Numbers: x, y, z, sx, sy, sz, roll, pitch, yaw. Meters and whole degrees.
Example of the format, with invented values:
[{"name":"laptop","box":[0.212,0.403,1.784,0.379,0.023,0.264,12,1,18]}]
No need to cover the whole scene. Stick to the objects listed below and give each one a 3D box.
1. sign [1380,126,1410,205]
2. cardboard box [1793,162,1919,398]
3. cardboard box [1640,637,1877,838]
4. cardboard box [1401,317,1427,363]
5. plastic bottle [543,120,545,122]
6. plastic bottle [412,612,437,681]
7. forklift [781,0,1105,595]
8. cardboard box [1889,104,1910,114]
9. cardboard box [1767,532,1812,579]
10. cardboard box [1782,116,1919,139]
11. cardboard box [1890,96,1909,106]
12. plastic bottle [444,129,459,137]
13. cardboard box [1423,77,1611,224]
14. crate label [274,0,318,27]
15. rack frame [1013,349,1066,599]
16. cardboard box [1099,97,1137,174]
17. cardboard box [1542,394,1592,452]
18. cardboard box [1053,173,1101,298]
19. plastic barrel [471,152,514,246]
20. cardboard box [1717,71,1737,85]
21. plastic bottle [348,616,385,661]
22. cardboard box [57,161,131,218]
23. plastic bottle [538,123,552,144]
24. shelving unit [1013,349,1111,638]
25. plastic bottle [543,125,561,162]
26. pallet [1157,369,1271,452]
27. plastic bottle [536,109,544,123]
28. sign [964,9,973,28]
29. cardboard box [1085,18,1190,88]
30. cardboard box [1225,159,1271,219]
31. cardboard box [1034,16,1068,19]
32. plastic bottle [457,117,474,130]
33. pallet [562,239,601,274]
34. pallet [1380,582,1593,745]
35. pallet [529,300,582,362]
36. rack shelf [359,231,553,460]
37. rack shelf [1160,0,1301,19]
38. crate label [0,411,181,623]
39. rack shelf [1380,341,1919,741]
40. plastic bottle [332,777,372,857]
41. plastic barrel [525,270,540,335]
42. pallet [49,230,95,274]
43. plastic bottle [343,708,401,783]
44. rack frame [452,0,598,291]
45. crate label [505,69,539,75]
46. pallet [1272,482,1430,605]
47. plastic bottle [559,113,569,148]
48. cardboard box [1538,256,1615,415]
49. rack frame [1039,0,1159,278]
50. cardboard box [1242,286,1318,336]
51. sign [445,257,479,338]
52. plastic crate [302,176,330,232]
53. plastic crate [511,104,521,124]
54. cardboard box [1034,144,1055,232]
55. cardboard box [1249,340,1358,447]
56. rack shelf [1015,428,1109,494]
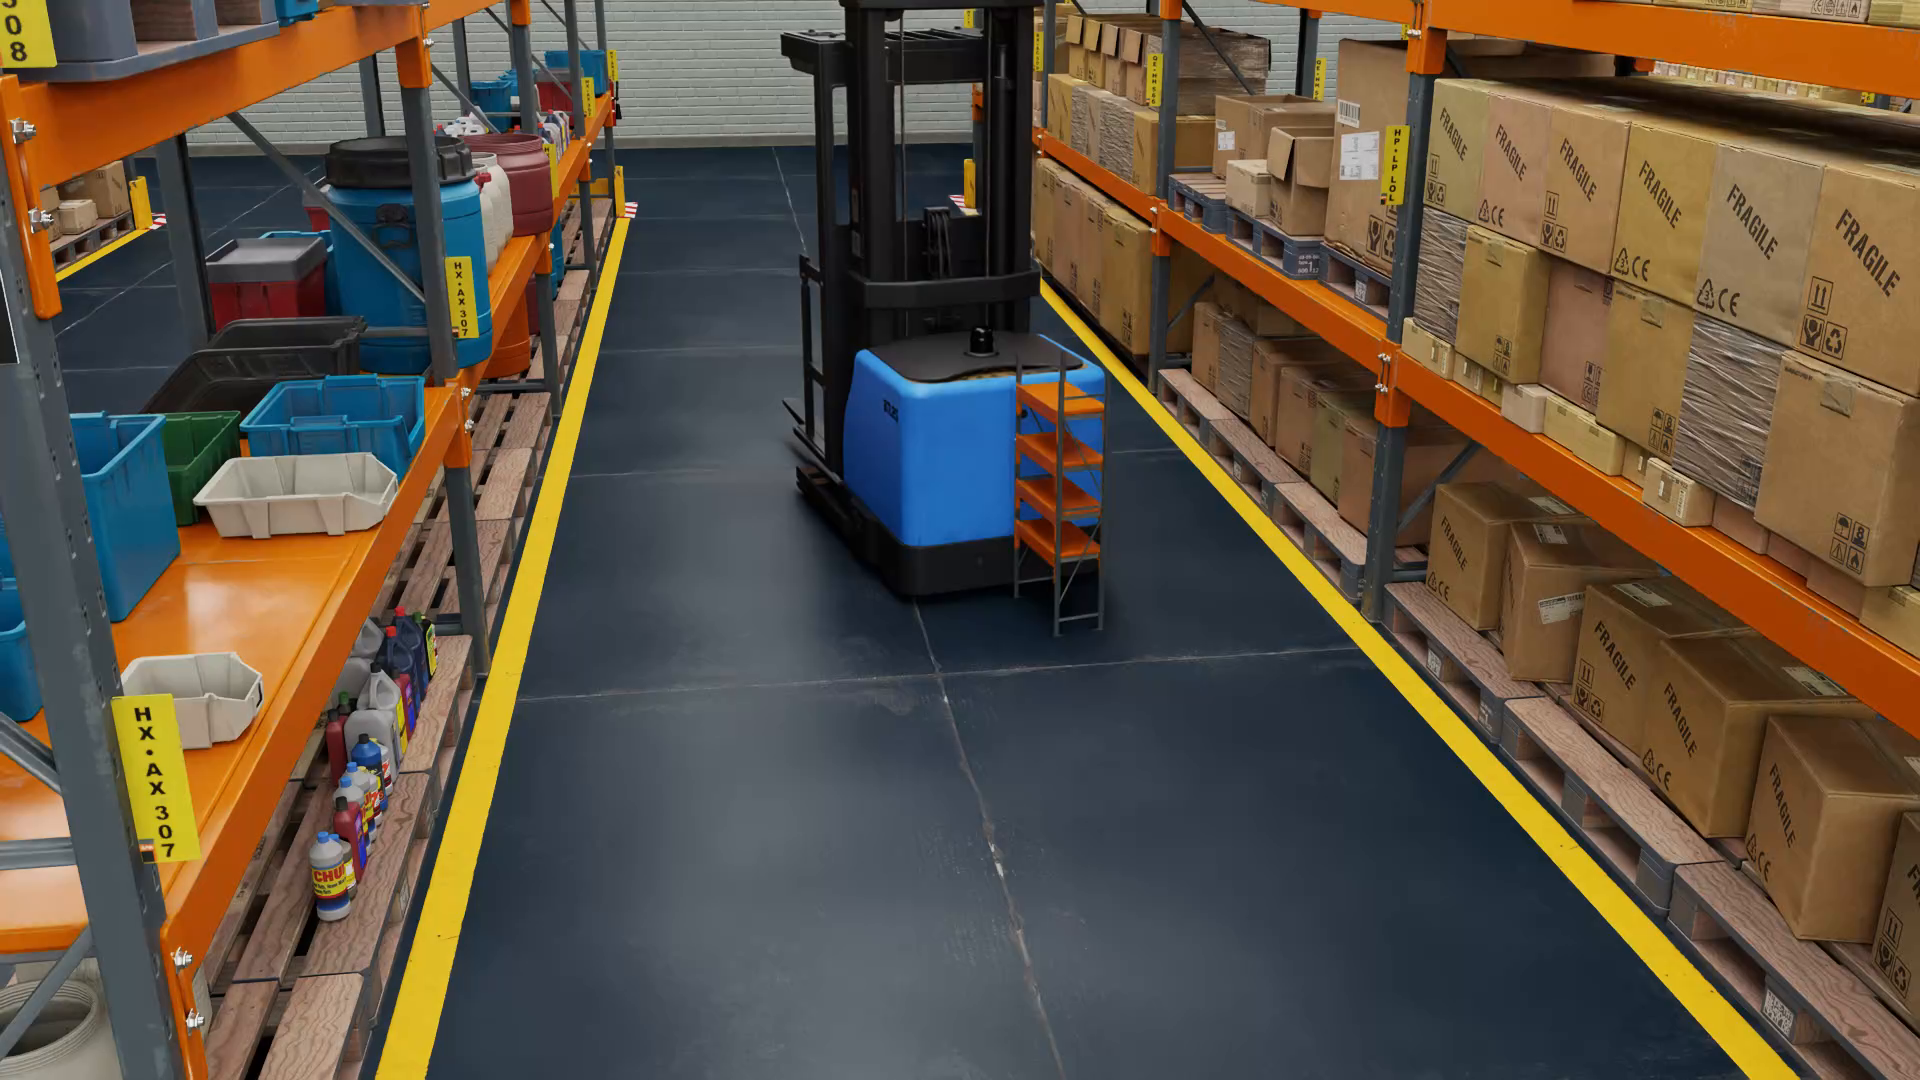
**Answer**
[{"name":"sign","box":[1.826,-1.572,6.984,0.100,0.325,0.005,-3,21,-8]},{"name":"cardboard box","box":[2.550,-0.679,4.251,0.500,0.500,0.500,-3,21,-8]},{"name":"cardboard box","box":[2.687,0.660,5.634,0.500,0.500,0.500,-1,21,-3]},{"name":"cardboard box","box":[2.108,-0.852,7.068,0.380,0.149,0.250,-3,21,-8]},{"name":"plastic bottle","box":[-3.423,-3.353,13.691,0.097,0.201,0.097,0,20,0]},{"name":"plastic bottle","box":[-2.130,0.407,6.592,0.061,0.283,0.133,-2,21,-5]},{"name":"forklift","box":[-0.278,-1.595,8.798,1.130,2.935,3.031,-7,22,-19]},{"name":"cardboard box","box":[6.850,-3.055,11.942,0.380,0.149,0.250,-2,21,-5]},{"name":"cardboard box","box":[2.568,0.009,4.764,0.380,0.149,0.250,-3,21,-8]},{"name":"cardboard box","box":[2.925,-1.052,5.249,0.500,0.500,0.500,-3,21,-8]},{"name":"cardboard box","box":[6.846,-3.188,11.874,0.380,0.149,0.250,-3,21,-8]},{"name":"plastic bottle","box":[-3.823,-2.941,12.479,0.152,0.276,0.135,-3,21,-8]},{"name":"cardboard box","box":[2.188,-1.545,6.568,0.500,0.500,0.500,-3,21,-8]},{"name":"crate label","box":[-1.892,-1.425,4.168,0.502,0.251,0.408,-3,21,-8]},{"name":"rack frame","box":[0.371,-0.295,7.791,0.240,1.200,0.015,-7,22,-19]},{"name":"cardboard box","box":[1.338,-3.002,12.323,0.500,0.500,0.500,-4,21,-10]},{"name":"cardboard box","box":[2.313,-0.420,5.913,0.380,0.149,0.250,-3,21,-8]},{"name":"cardboard box","box":[1.464,-2.500,13.560,1.225,0.875,0.875,-4,21,-10]},{"name":"plastic barrel","box":[-2.743,-1.901,9.359,0.421,0.512,0.421,0,20,0]},{"name":"cardboard box","box":[6.054,-3.517,12.755,0.380,0.149,0.250,-3,21,-8]},{"name":"plastic bottle","box":[-2.291,0.441,6.405,0.144,0.351,0.185,-3,21,-8]},{"name":"cardboard box","box":[-8.836,-3.575,16.944,0.500,0.500,0.500,-3,21,-8]},{"name":"plastic bottle","box":[-3.064,-2.873,12.191,0.144,0.351,0.185,-3,21,-8]},{"name":"shelving unit","box":[0.455,-0.215,7.577,0.258,1.200,0.503,-7,22,-19]},{"name":"plastic bottle","box":[-3.158,-3.053,12.781,0.152,0.276,0.135,-3,21,-8]},{"name":"pallet","box":[1.910,-0.867,10.736,1.003,0.211,1.213,-3,21,-8]},{"name":"plastic bottle","box":[-3.366,-3.247,13.193,0.144,0.351,0.185,-3,21,-8]},{"name":"sign","box":[0.095,-5.631,18.154,0.100,0.325,0.005,-3,21,-8]},{"name":"cardboard box","box":[1.410,-3.887,13.259,0.797,0.503,0.637,-3,21,-7]},{"name":"cardboard box","box":[1.812,-1.979,9.340,0.500,0.250,0.500,-4,21,-9]},{"name":"cardboard box","box":[0.823,-4.569,15.379,0.500,0.500,0.500,-3,21,-7]},{"name":"plastic bottle","box":[-3.937,-3.215,13.214,0.152,0.276,0.135,-3,21,-8]},{"name":"pallet","box":[-3.824,-2.525,15.176,1.003,0.211,1.213,-3,21,-8]},{"name":"pallet","box":[2.507,0.478,7.134,1.003,0.211,1.213,-3,21,-8]},{"name":"pallet","box":[-3.430,-1.580,12.645,1.003,0.211,1.213,-3,21,-8]},{"name":"rack shelf","box":[-2.815,-1.165,8.575,1.077,0.370,4.000,-3,21,-8]},{"name":"rack shelf","box":[1.510,-4.205,12.427,1.077,0.370,4.000,-3,21,-8]},{"name":"crate label","box":[-2.483,-0.064,4.551,0.502,0.435,0.616,-3,21,-8]},{"name":"rack shelf","box":[2.663,-0.030,5.536,1.077,0.370,4.000,-3,21,-8]},{"name":"plastic bottle","box":[-1.952,0.886,5.328,0.097,0.271,0.097,0,20,0]},{"name":"plastic barrel","box":[-3.353,-1.821,12.150,0.600,0.588,0.708,-3,21,-8]},{"name":"pallet","box":[-8.859,-2.685,15.604,1.003,0.211,1.213,-3,21,-8]},{"name":"plastic bottle","box":[-2.054,0.704,5.809,0.152,0.276,0.135,-3,21,-7]},{"name":"rack frame","box":[-3.679,-3.579,14.012,1.000,3.000,0.127,-3,21,-8]},{"name":"crate label","box":[-4.546,-4.812,17.465,0.416,0.233,0.303,-3,21,-8]},{"name":"pallet","box":[2.261,-0.022,8.474,1.003,0.211,1.213,-3,21,-8]},{"name":"plastic bottle","box":[-3.224,-3.326,13.502,0.061,0.283,0.133,-3,21,-8]},{"name":"cardboard box","box":[2.588,-0.743,5.851,0.875,0.500,0.500,-3,21,-8]},{"name":"rack frame","box":[1.222,-3.829,14.680,1.000,3.000,0.127,-3,21,-8]},{"name":"cardboard box","box":[2.011,-1.417,10.094,0.500,0.250,0.500,-1,20,-2]},{"name":"sign","box":[-1.980,-0.963,6.611,0.100,0.325,0.005,-3,21,-8]},{"name":"plastic crate","box":[-3.173,-1.649,8.753,0.402,0.464,0.583,-3,21,-8]},{"name":"plastic crate","box":[-4.107,-3.852,15.051,0.437,0.125,0.590,-3,21,-8]},{"name":"cardboard box","box":[1.206,-3.263,15.601,0.875,0.875,0.875,-3,21,-8]},{"name":"cardboard box","box":[2.096,-0.861,9.677,0.700,0.500,0.500,-1,21,-3]},{"name":"rack shelf","box":[0.455,-0.361,7.522,0.258,0.148,0.480,-7,22,-19]}]
